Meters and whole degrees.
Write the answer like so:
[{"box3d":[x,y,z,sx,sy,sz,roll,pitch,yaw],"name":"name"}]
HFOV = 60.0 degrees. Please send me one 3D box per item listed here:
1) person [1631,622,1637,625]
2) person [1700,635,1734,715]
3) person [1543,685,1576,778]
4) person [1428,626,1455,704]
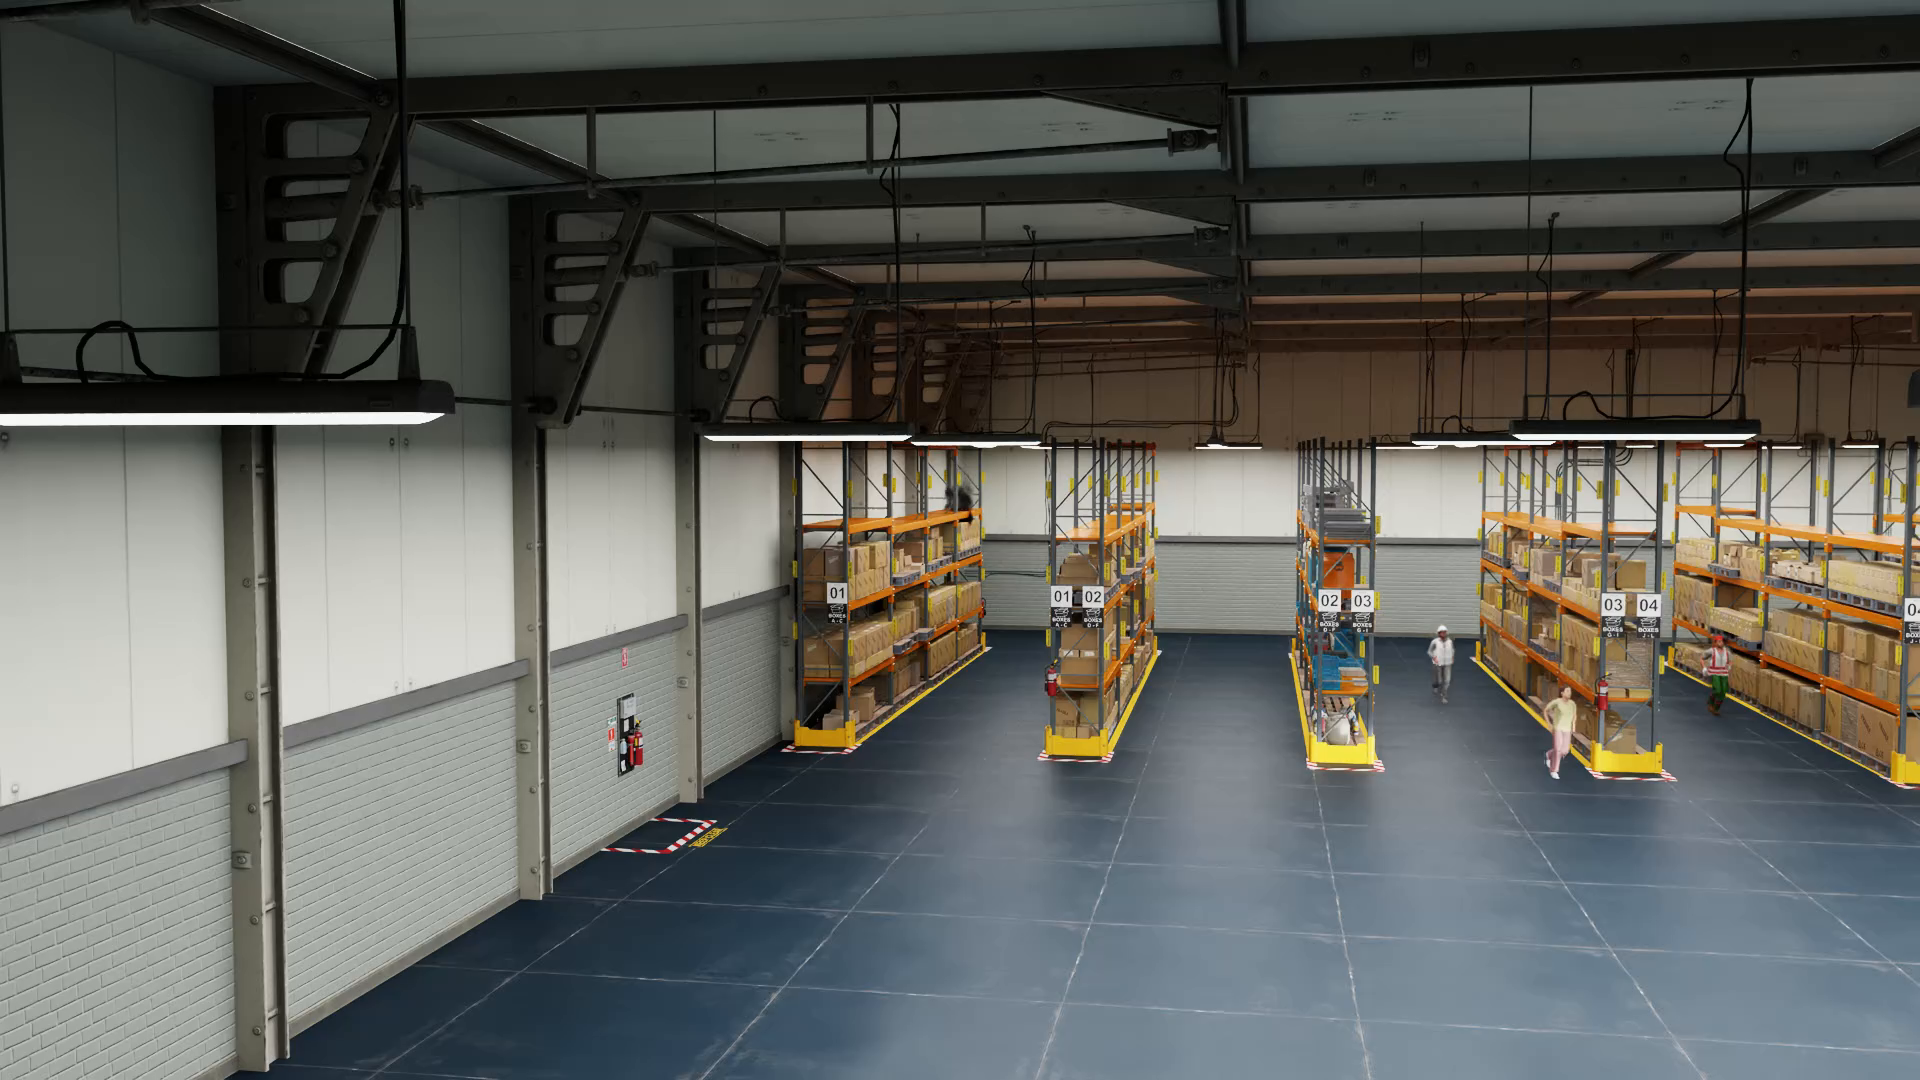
[{"box3d":[18.425,2.537,45.663,0.568,1.532,0.771,-2,4,-31],"name":"person"},{"box3d":[16.418,2.934,35.945,0.645,1.741,0.606,0,3,2],"name":"person"},{"box3d":[10.638,3.367,29.478,0.619,1.628,0.643,0,3,-8],"name":"person"},{"box3d":[11.066,2.844,38.169,0.661,1.758,0.792,0,3,0],"name":"person"}]
